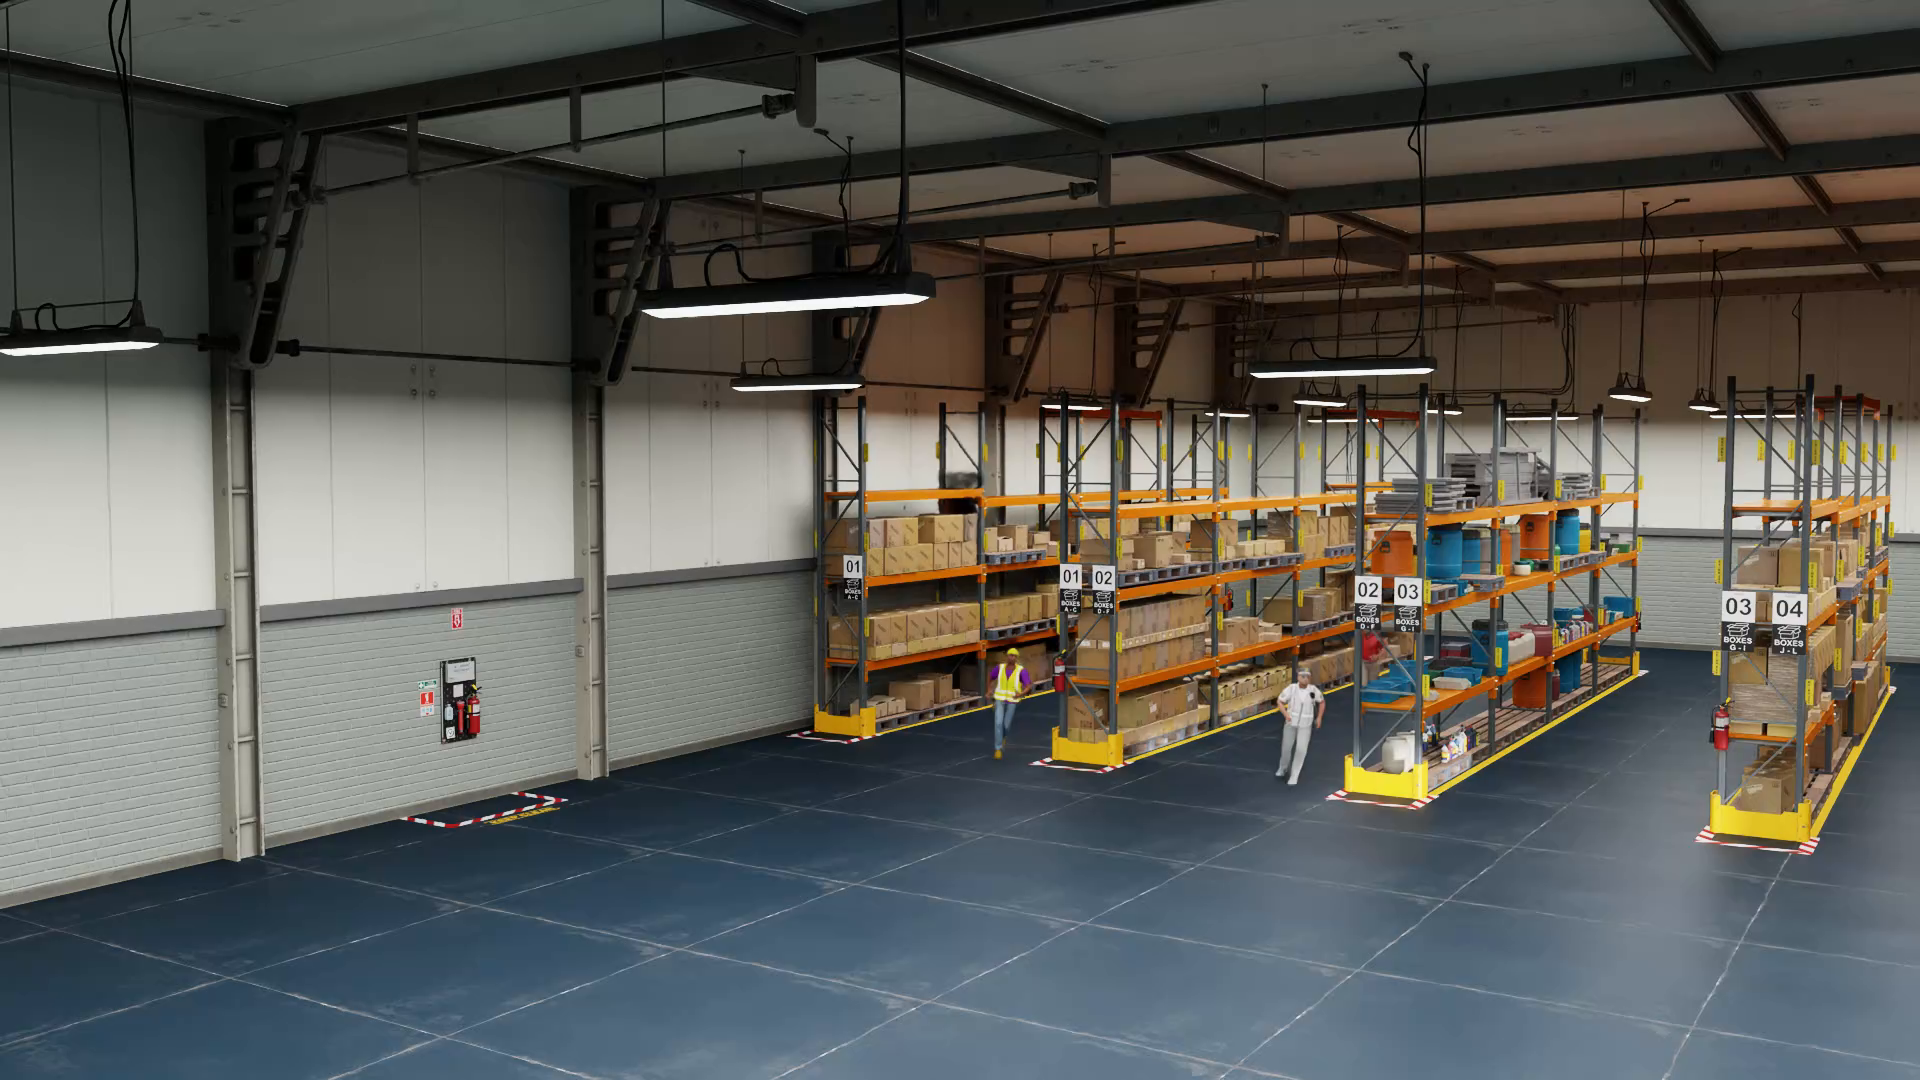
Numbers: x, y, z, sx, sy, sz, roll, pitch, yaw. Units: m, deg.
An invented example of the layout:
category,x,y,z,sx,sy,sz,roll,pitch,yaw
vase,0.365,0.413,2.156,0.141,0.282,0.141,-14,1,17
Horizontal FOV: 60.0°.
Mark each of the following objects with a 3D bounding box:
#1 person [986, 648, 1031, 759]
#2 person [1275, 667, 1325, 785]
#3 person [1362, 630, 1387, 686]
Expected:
category,x,y,z,sx,sy,sz,roll,pitch,yaw
person,0.793,2.628,27.056,0.733,1.752,0.819,0,3,4
person,5.165,2.821,25.275,0.734,1.806,0.696,1,3,13
person,7.945,2.464,32.266,0.654,1.731,0.786,2,3,30
